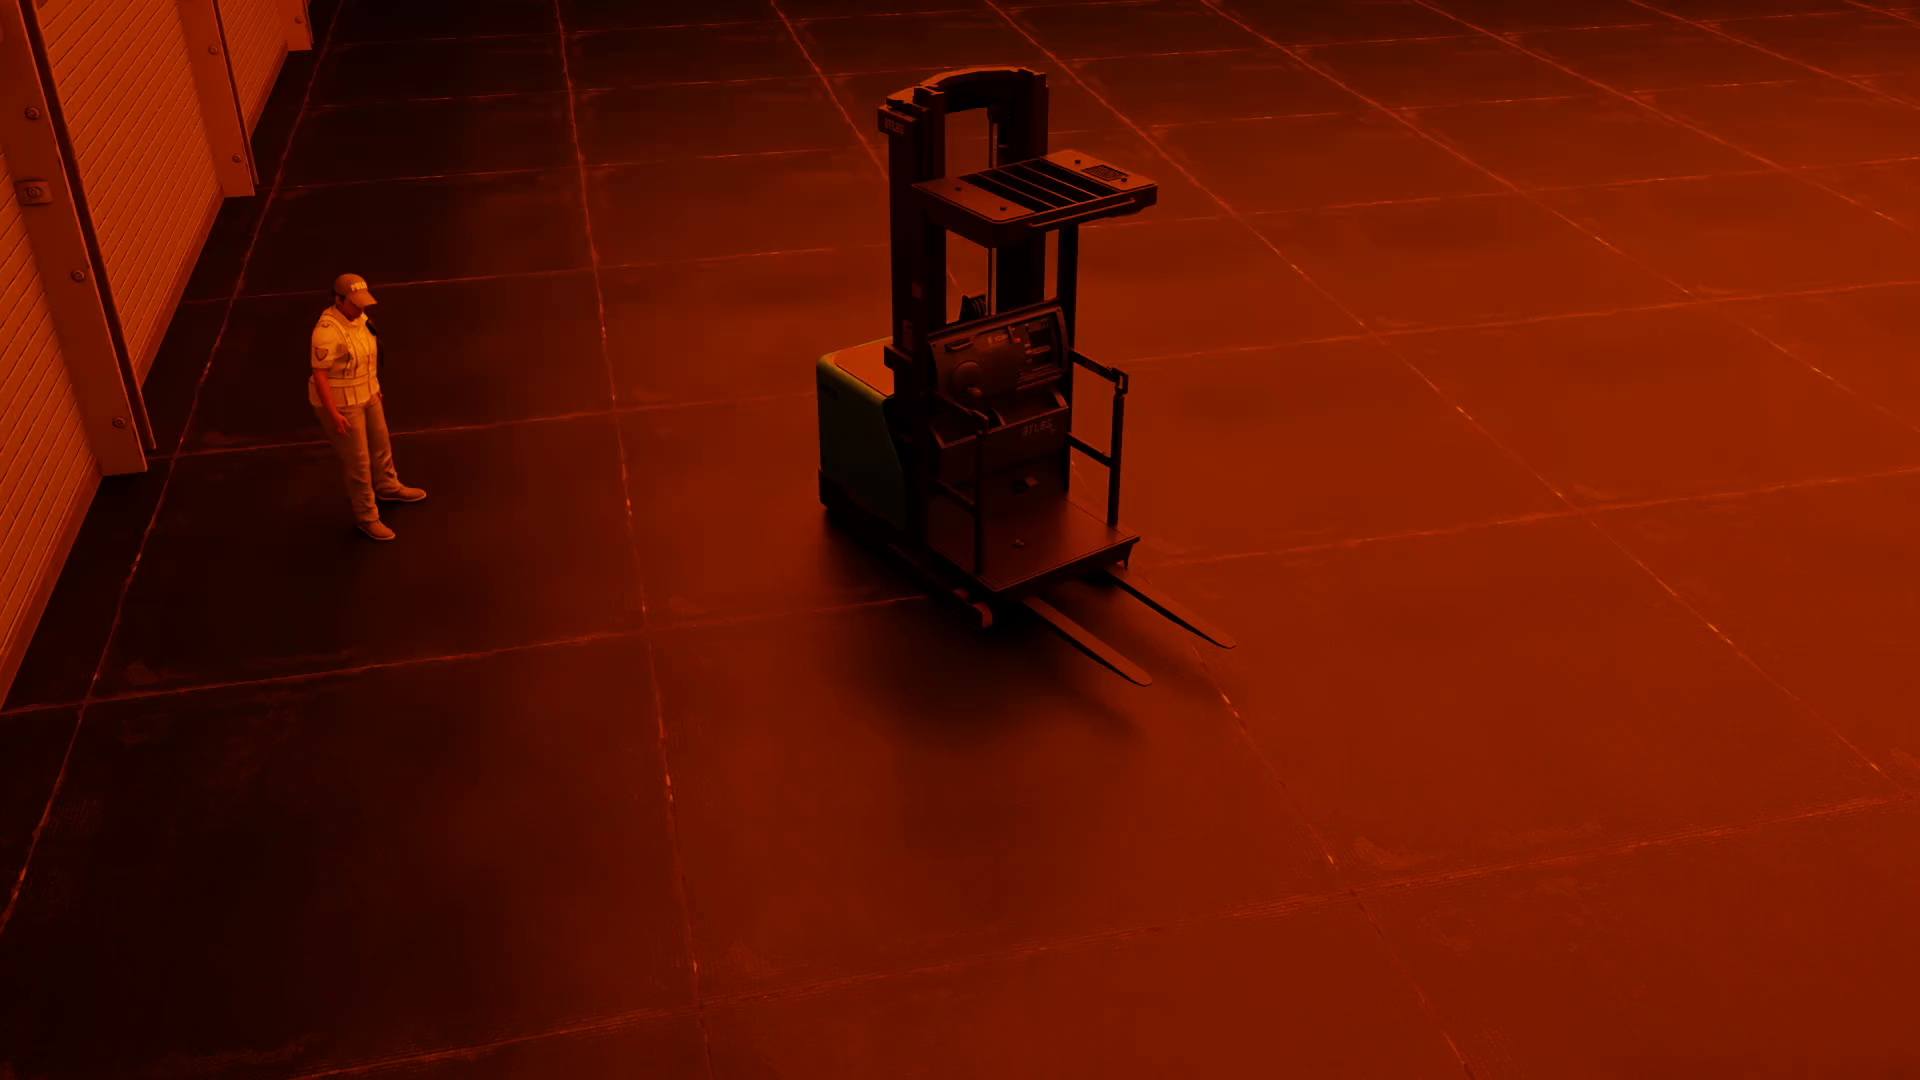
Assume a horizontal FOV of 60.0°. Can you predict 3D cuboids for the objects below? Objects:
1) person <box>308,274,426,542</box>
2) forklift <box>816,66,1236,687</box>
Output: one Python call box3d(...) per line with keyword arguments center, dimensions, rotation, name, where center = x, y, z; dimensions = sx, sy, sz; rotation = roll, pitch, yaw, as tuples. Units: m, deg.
box3d(center=(-3.732, -0.868, 10.349), dimensions=(0.505, 1.666, 0.653), rotation=(5, 30, 9), name="person")
box3d(center=(0.355, -1.021, 9.338), dimensions=(1.130, 2.935, 3.031), rotation=(-20, 35, -30), name="forklift")
